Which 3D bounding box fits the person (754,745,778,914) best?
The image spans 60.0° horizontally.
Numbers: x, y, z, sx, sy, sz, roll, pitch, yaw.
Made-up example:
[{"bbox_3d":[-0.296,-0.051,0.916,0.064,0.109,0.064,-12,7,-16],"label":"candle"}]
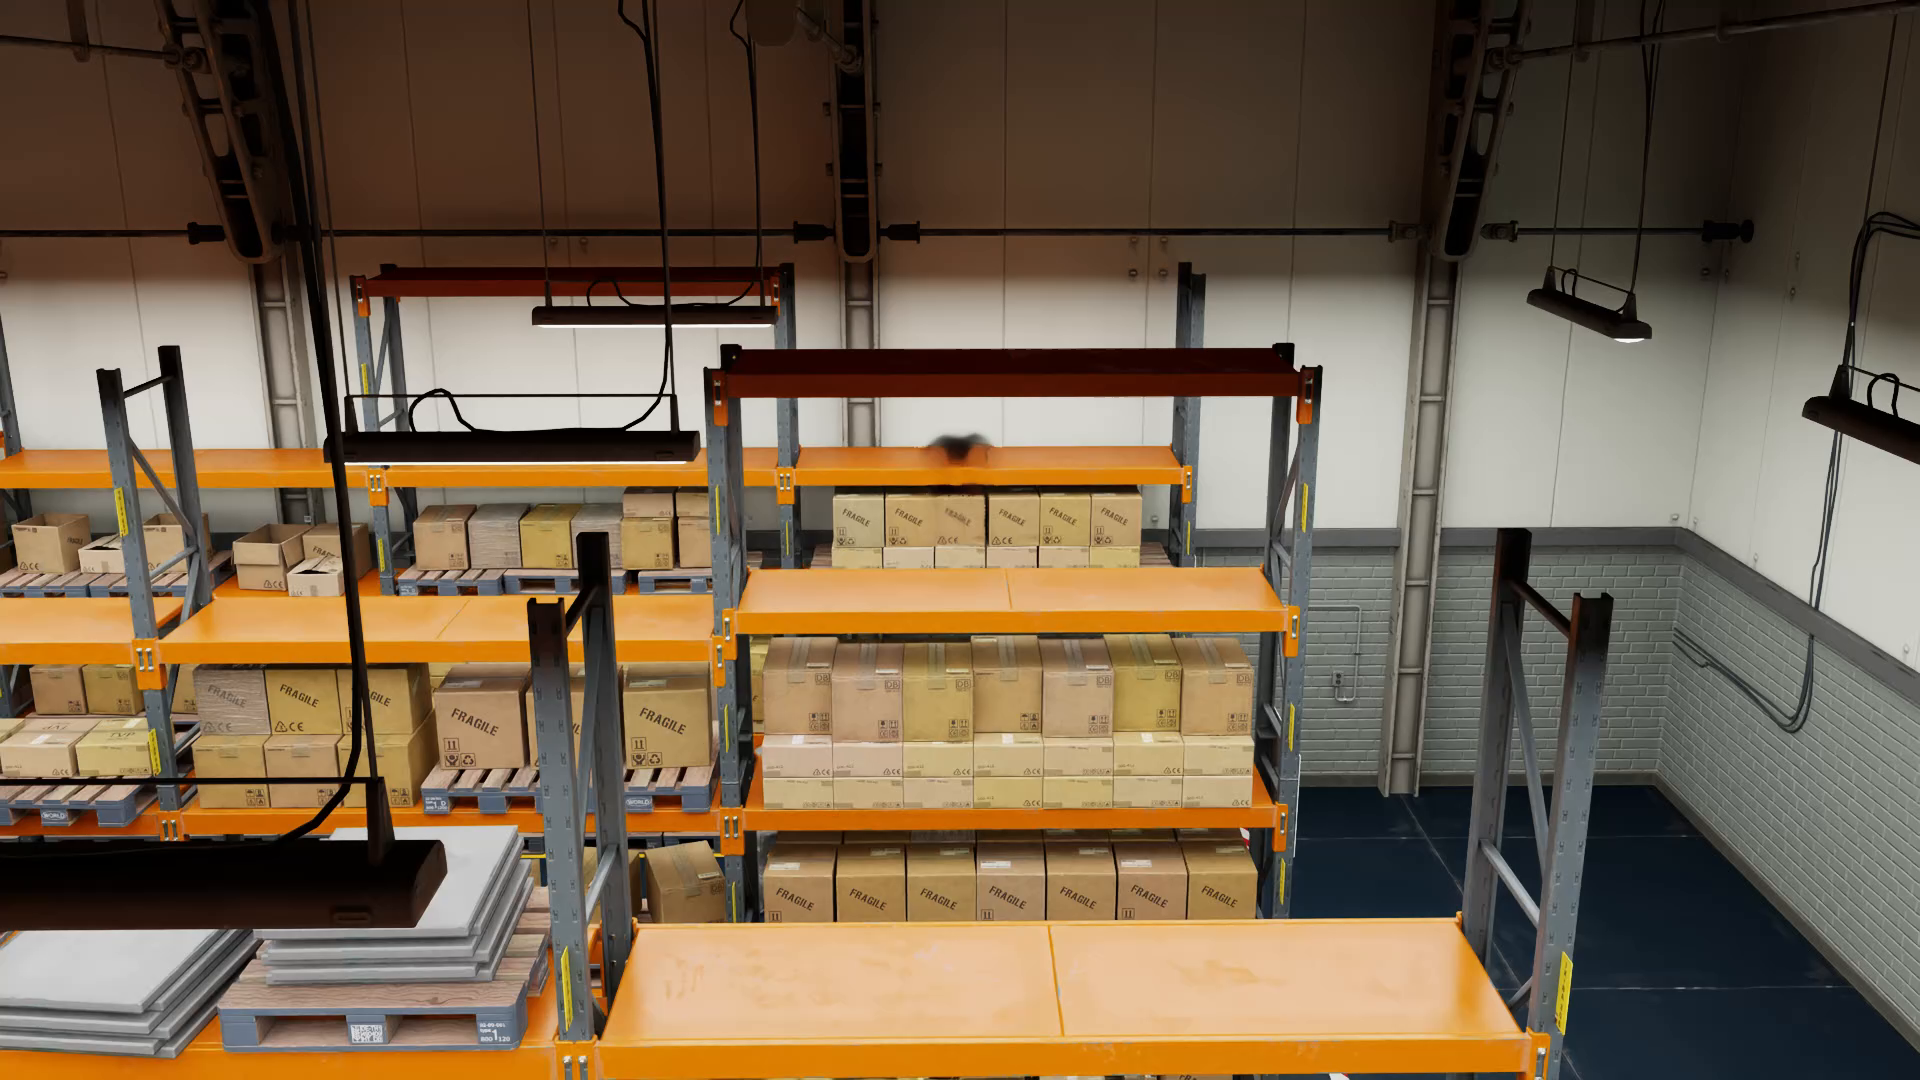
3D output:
[{"bbox_3d":[-1.836,2.797,15.952,0.543,1.691,0.396,-3,16,-9],"label":"person"}]
